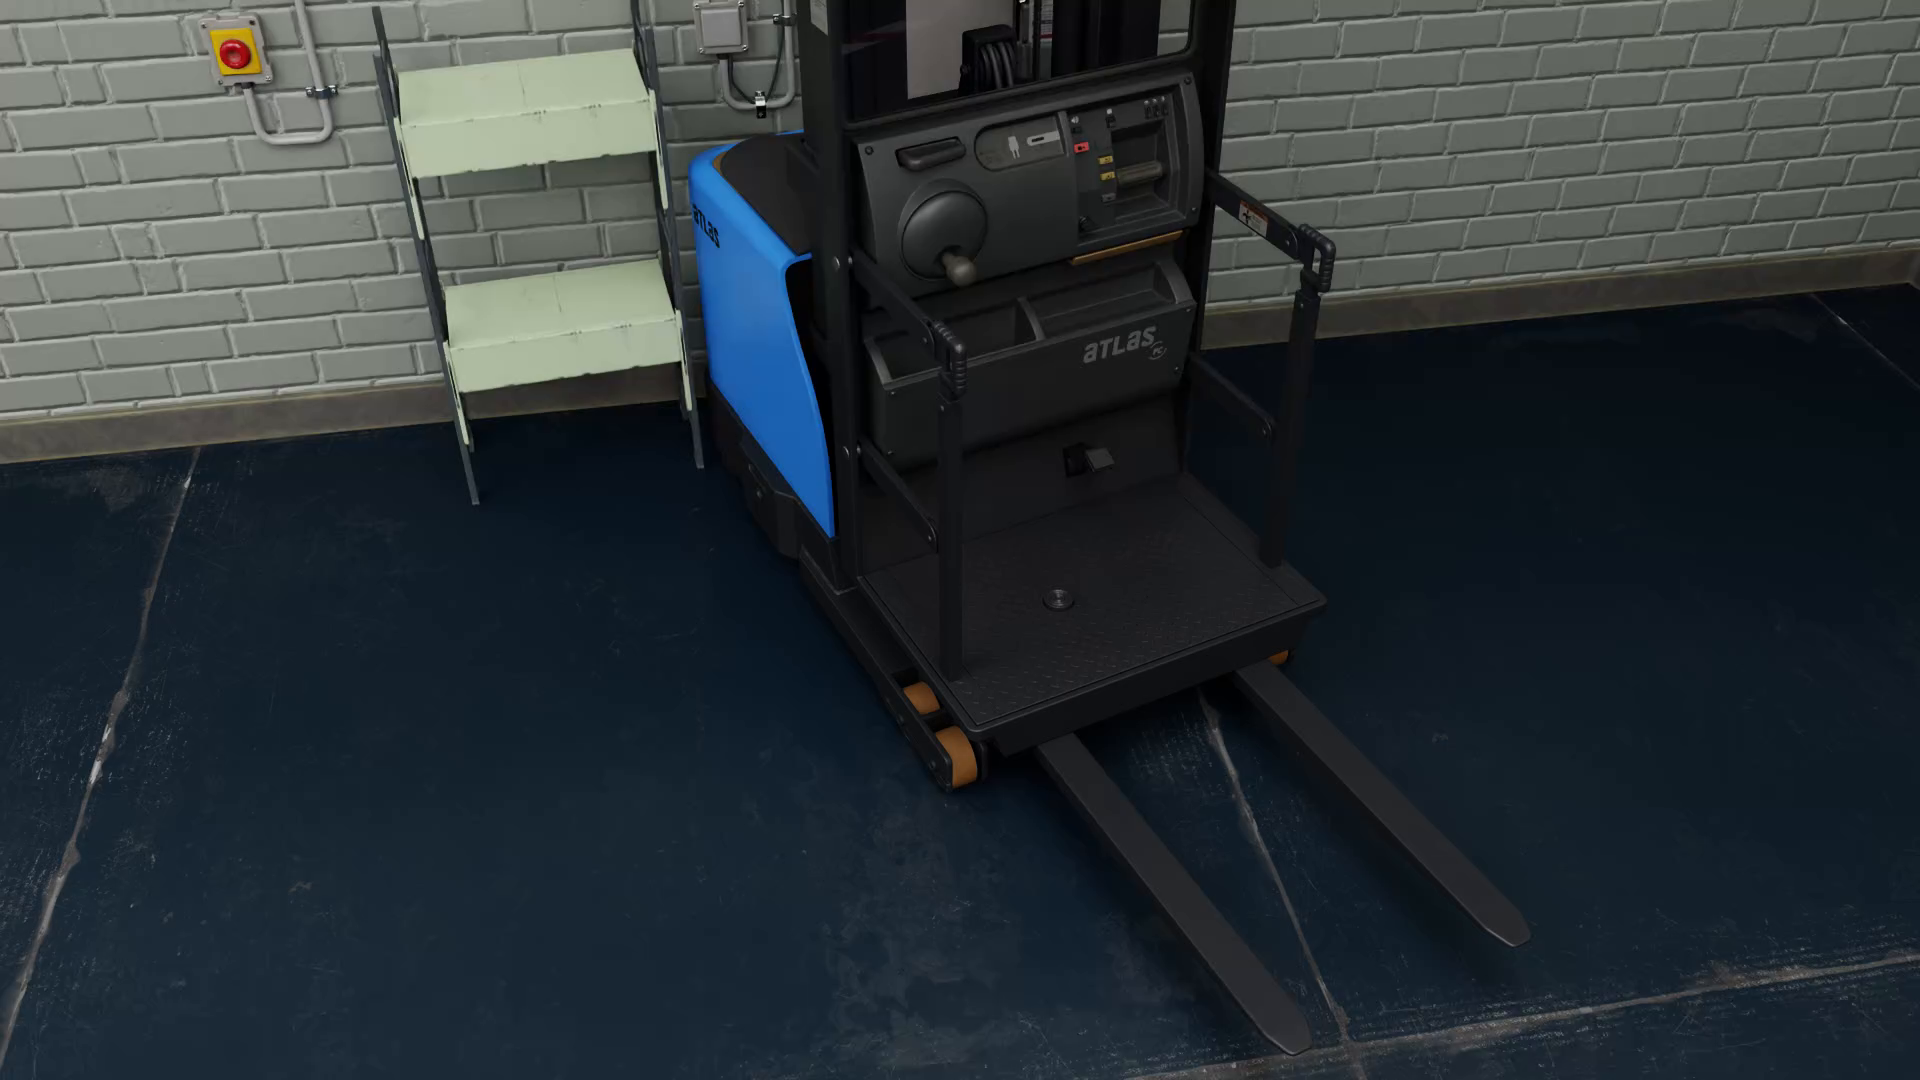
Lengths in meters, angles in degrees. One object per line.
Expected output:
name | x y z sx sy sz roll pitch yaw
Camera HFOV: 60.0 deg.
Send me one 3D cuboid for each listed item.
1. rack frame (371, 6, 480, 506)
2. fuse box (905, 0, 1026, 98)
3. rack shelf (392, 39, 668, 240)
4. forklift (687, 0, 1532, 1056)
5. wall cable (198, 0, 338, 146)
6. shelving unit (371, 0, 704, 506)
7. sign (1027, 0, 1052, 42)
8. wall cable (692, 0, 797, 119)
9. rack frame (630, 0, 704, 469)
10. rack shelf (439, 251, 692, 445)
rack frame | -1.624 -0.824 5.087 0.023 1.500 0.400 -10 39 -13
fuse box | -0.072 -1.162 5.351 0.539 1.711 0.414 -6 38 -8
rack shelf | -1.273 -1.195 4.928 0.720 0.370 0.431 -10 39 -13
forklift | 0.291 -0.815 3.910 1.130 2.935 3.031 -18 41 -21
wall cable | -2.166 -1.946 4.457 0.585 1.953 0.123 -6 38 -8
shelving unit | -1.273 -0.886 5.167 0.755 1.500 0.431 -10 39 -13
sign | 0.378 -1.811 5.214 0.329 0.494 0.001 -6 38 -8
wall cable | -0.771 -2.094 4.672 0.588 1.984 0.122 -6 38 -8
rack frame | -0.921 -0.948 5.247 0.023 1.500 0.400 -10 39 -13
rack shelf | -1.272 -0.628 5.366 0.720 0.370 0.431 -10 39 -13
